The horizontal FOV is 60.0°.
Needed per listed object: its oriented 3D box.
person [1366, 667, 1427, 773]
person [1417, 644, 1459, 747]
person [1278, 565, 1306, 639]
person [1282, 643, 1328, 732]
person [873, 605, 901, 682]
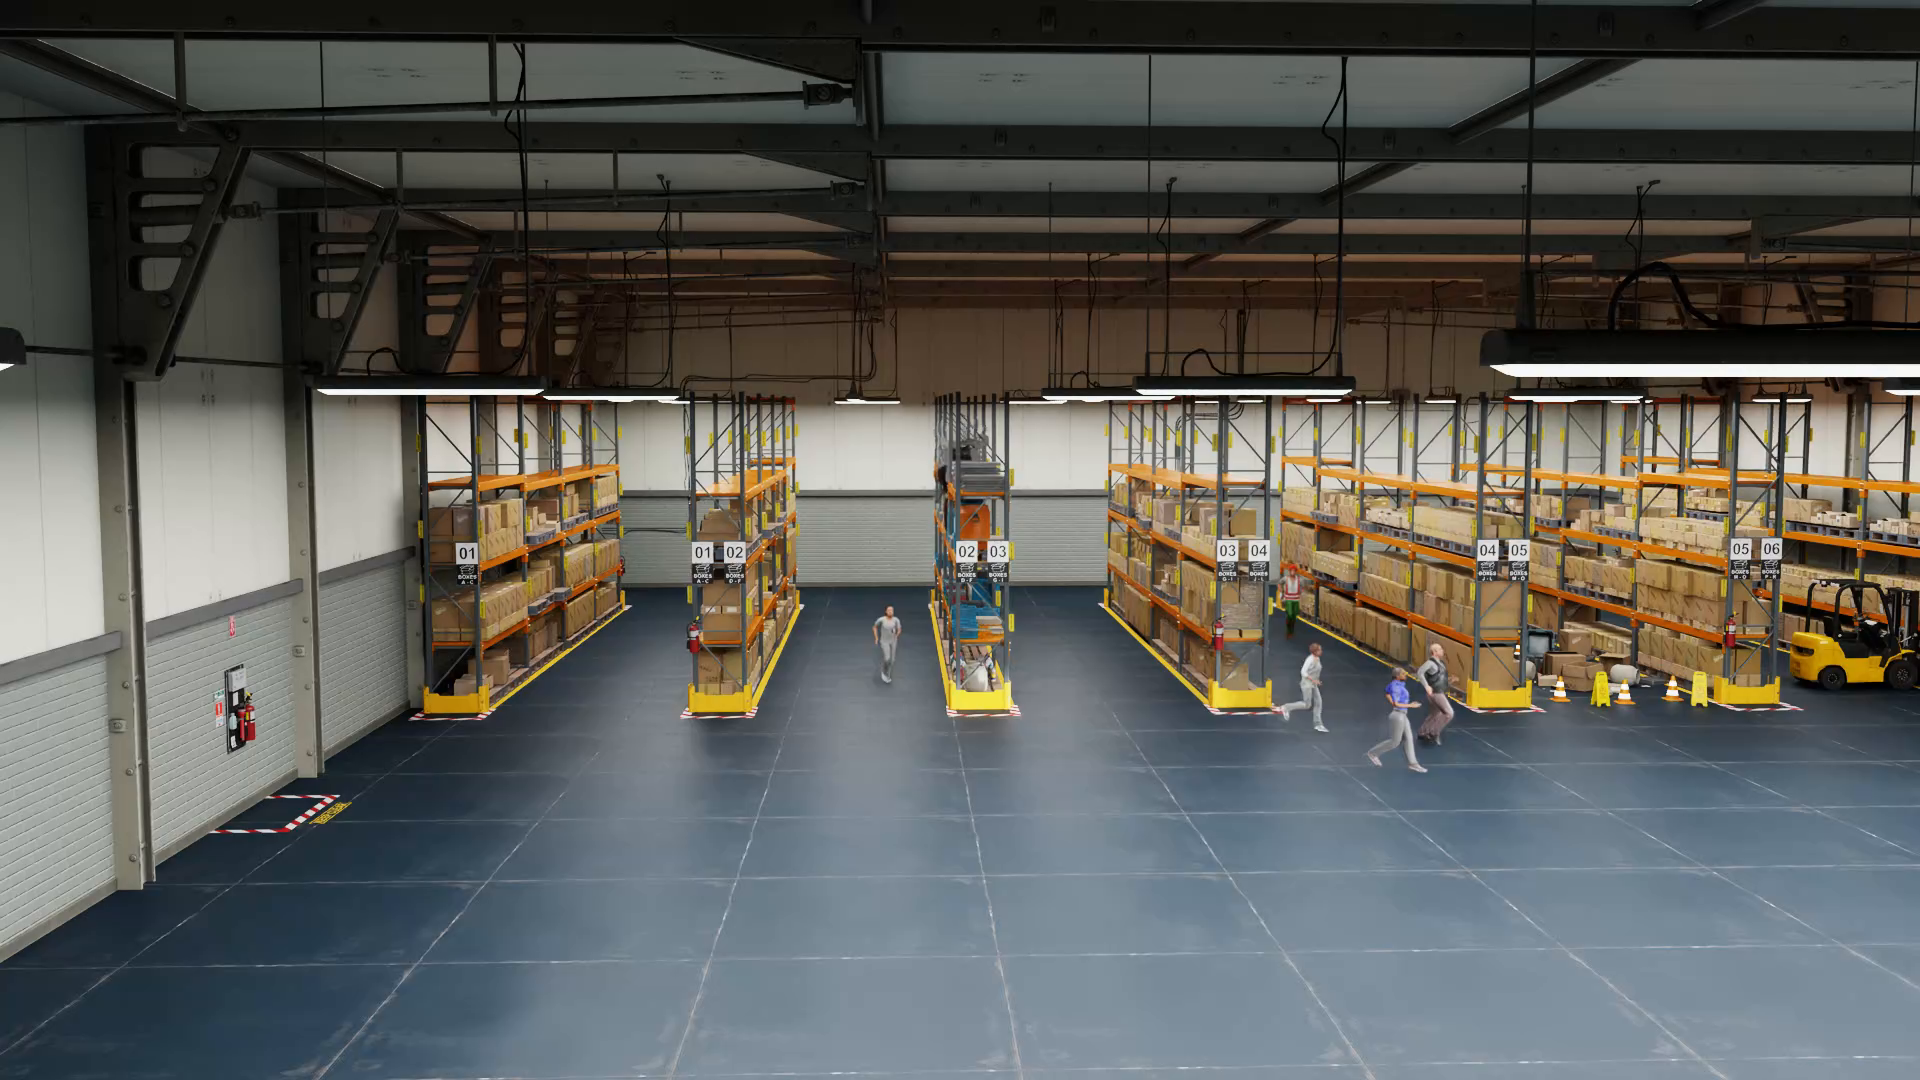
[{"bbox_3d":[6.841,2.799,26.001,0.924,1.657,0.579,2,5,21],"label":"person"},{"bbox_3d":[8.069,2.619,28.085,0.703,1.730,0.630,3,5,30],"label":"person"},{"bbox_3d":[8.249,1.535,41.317,0.629,1.834,0.663,0,5,-3],"label":"person"},{"bbox_3d":[6.149,2.592,29.471,0.874,1.569,0.558,3,5,30],"label":"person"},{"bbox_3d":[-1.479,2.142,34.348,0.536,1.626,0.702,-2,5,-19],"label":"person"}]
